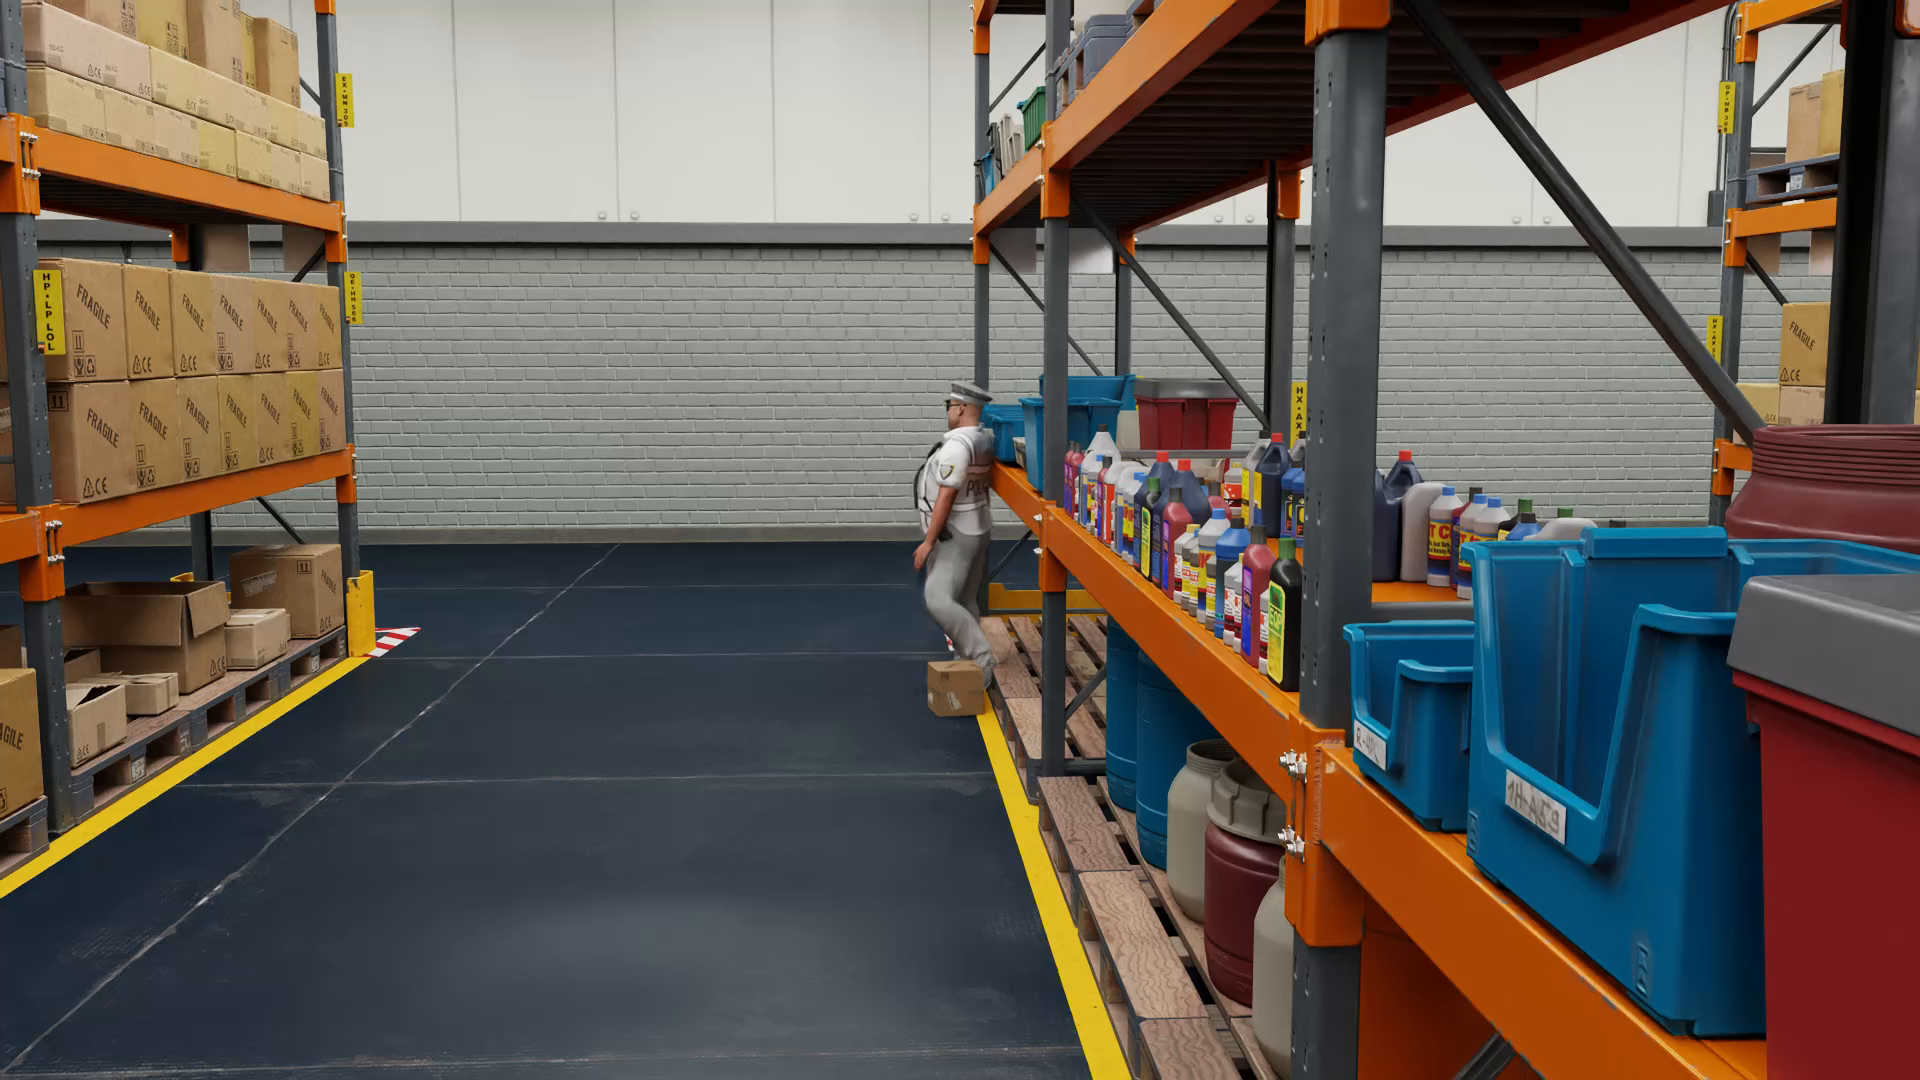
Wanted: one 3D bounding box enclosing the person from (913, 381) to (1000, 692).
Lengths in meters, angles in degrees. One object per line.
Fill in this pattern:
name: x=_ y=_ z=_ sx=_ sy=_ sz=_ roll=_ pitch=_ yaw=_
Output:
person: x=0.017 y=-0.005 z=9.216 sx=0.559 sy=1.741 sz=0.755 roll=2 pitch=7 yaw=18
